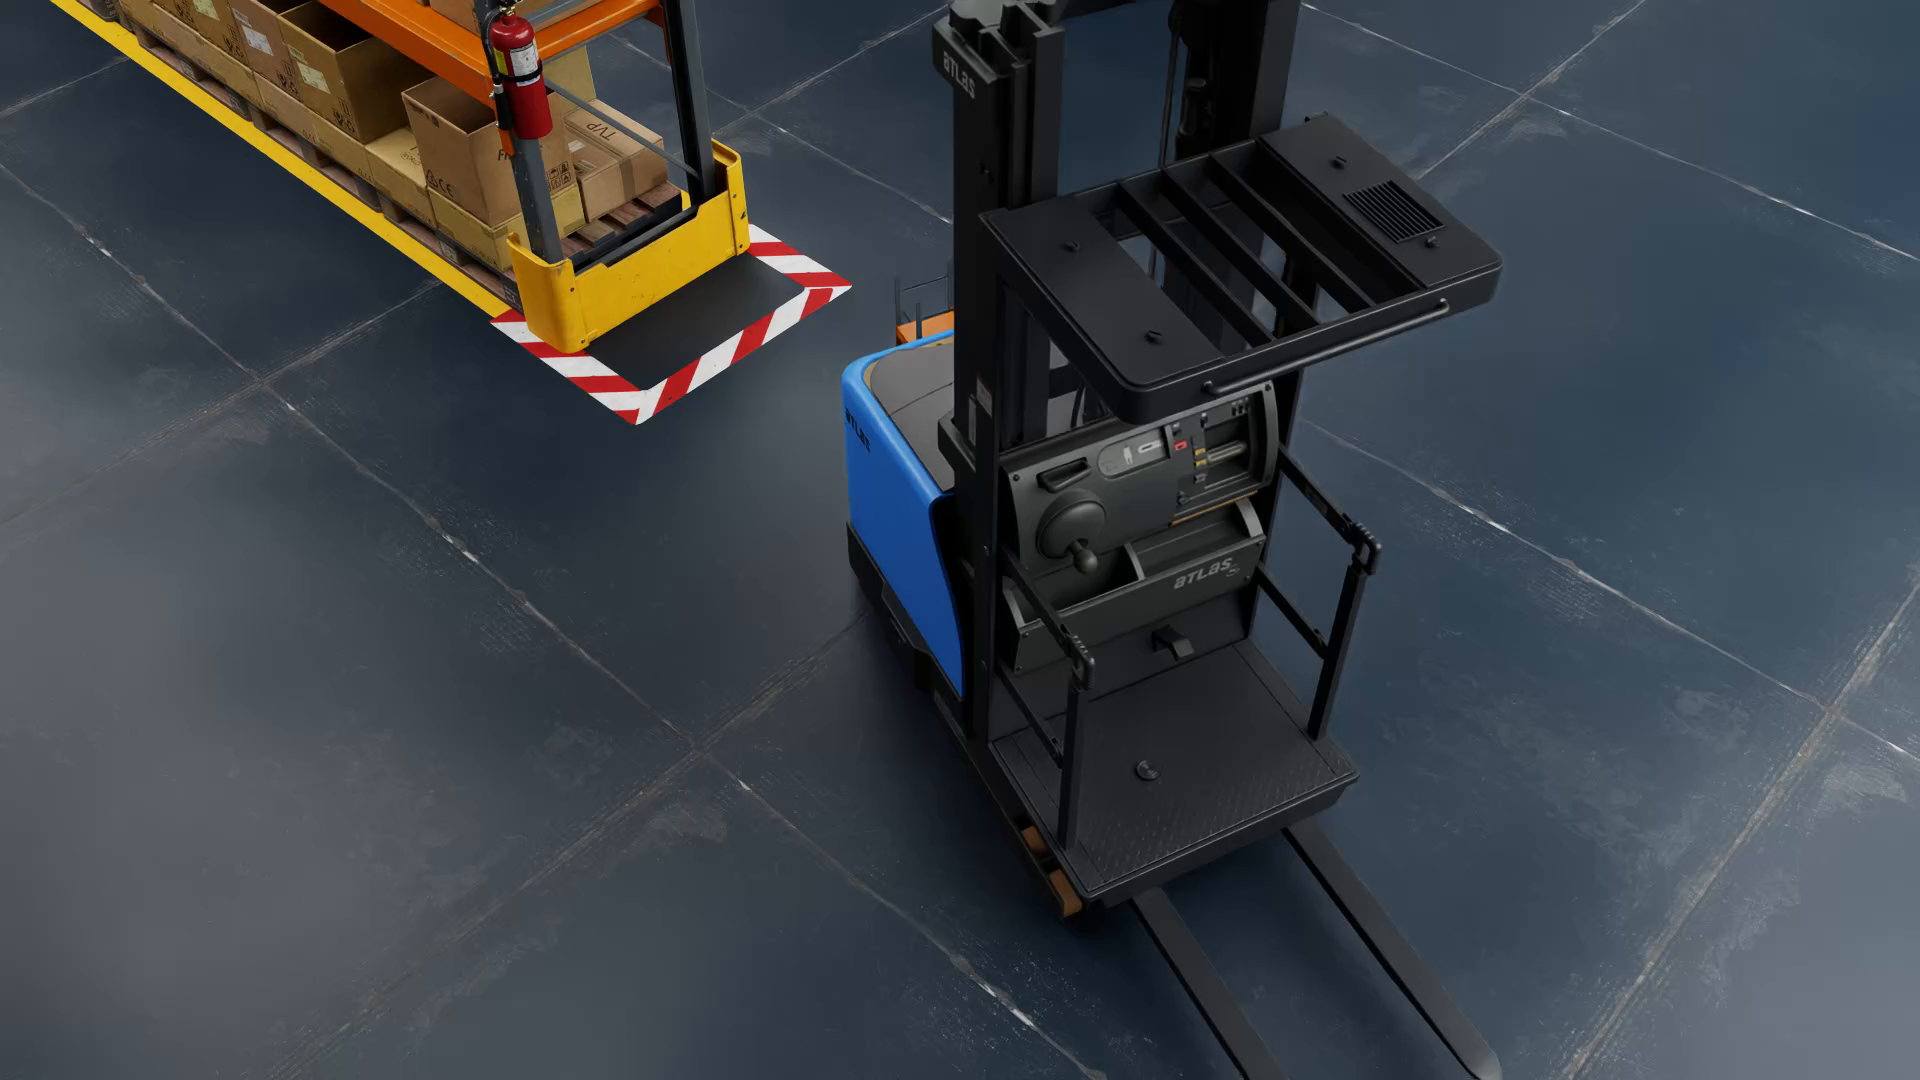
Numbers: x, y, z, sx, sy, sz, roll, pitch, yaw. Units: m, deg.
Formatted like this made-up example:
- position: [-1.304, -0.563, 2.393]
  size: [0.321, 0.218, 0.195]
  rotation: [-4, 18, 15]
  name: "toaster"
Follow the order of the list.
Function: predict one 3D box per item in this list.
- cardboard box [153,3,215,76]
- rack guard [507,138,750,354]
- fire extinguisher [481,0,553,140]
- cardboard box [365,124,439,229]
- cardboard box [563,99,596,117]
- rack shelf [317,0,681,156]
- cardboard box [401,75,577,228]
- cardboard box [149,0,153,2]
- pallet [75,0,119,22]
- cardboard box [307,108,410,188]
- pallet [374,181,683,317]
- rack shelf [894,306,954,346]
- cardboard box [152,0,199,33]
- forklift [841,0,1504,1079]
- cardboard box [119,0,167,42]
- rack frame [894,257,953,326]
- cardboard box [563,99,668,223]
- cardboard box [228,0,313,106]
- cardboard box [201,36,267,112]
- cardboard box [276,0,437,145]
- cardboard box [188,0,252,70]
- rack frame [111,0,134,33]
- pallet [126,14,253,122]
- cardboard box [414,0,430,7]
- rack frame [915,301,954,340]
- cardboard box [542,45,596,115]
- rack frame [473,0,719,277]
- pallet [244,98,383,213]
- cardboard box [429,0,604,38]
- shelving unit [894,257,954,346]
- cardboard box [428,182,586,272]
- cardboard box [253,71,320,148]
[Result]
- position: [-3.991, -2.813, 9.040]
  size: [0.500, 0.250, 0.500]
  rotation: [34, 55, 28]
  name: "cardboard box"
- position: [-1.533, -1.407, 7.837]
  size: [0.348, 0.500, 1.175]
  rotation: [34, 55, 28]
  name: "rack guard"
- position: [-1.779, -1.941, 6.676]
  size: [0.183, 0.674, 0.296]
  rotation: [34, 55, 28]
  name: "fire extinguisher"
- position: [-2.521, -1.825, 8.112]
  size: [0.500, 0.250, 0.500]
  rotation: [34, 55, 28]
  name: "cardboard box"
- position: [-2.164, -2.107, 8.377]
  size: [0.500, 0.250, 0.500]
  rotation: [34, 55, 28]
  name: "cardboard box"
- position: [-3.021, -3.017, 8.127]
  size: [4.000, 0.370, 1.077]
  rotation: [34, 55, 28]
  name: "rack shelf"
- position: [-2.147, -1.840, 7.612]
  size: [0.500, 0.500, 0.500]
  rotation: [34, 55, 28]
  name: "cardboard box"
- position: [-4.362, -3.315, 8.997]
  size: [0.500, 0.500, 0.500]
  rotation: [34, 55, 28]
  name: "cardboard box"
- position: [-5.058, -3.641, 10.133]
  size: [1.213, 0.211, 1.003]
  rotation: [34, 55, 28]
  name: "pallet"
- position: [-2.889, -2.071, 8.344]
  size: [0.500, 0.250, 0.500]
  rotation: [34, 55, 28]
  name: "cardboard box"
- position: [-2.141, -1.676, 8.287]
  size: [1.213, 0.211, 1.003]
  rotation: [34, 55, 28]
  name: "pallet"
- position: [-0.094, -0.761, 6.317]
  size: [0.258, 0.103, 0.180]
  rotation: [-20, 50, -18]
  name: "rack shelf"
- position: [-3.989, -3.072, 8.769]
  size: [0.500, 0.500, 0.500]
  rotation: [34, 55, 28]
  name: "cardboard box"
- position: [0.666, -0.101, 4.943]
  size: [1.130, 2.935, 3.031]
  rotation: [-20, 50, -18]
  name: "forklift"
- position: [-4.355, -3.063, 9.275]
  size: [0.500, 0.250, 0.500]
  rotation: [34, 55, 28]
  name: "cardboard box"
- position: [-0.135, -0.605, 6.603]
  size: [0.240, 1.200, 0.006]
  rotation: [-20, 50, -18]
  name: "rack frame"
- position: [-1.794, -1.861, 8.147]
  size: [0.500, 0.250, 0.500]
  rotation: [34, 55, 28]
  name: "cardboard box"
- position: [-3.258, -2.574, 8.301]
  size: [0.500, 0.500, 0.500]
  rotation: [34, 55, 28]
  name: "cardboard box"
- position: [-3.627, -2.563, 8.806]
  size: [0.500, 0.250, 0.500]
  rotation: [34, 55, 28]
  name: "cardboard box"
- position: [-2.892, -2.326, 8.069]
  size: [0.500, 0.500, 0.500]
  rotation: [34, 55, 28]
  name: "cardboard box"
- position: [-3.627, -2.820, 8.533]
  size: [0.500, 0.500, 0.500]
  rotation: [34, 55, 28]
  name: "cardboard box"
- position: [-4.490, -4.252, 8.794]
  size: [0.127, 3.000, 1.000]
  rotation: [34, 55, 28]
  name: "rack frame"
- position: [-3.934, -2.882, 9.420]
  size: [1.213, 0.211, 1.003]
  rotation: [34, 55, 28]
  name: "pallet"
- position: [-2.274, -2.804, 7.365]
  size: [0.500, 0.500, 0.700]
  rotation: [35, 56, 29]
  name: "cardboard box"
- position: [-0.053, -0.486, 6.492]
  size: [0.240, 1.200, 0.006]
  rotation: [-20, 50, -18]
  name: "rack frame"
- position: [-2.163, -2.364, 8.105]
  size: [0.500, 0.500, 0.500]
  rotation: [34, 55, 28]
  name: "cardboard box"
- position: [-1.551, -2.275, 6.937]
  size: [0.127, 3.000, 1.000]
  rotation: [34, 55, 28]
  name: "rack frame"
- position: [-3.033, -2.279, 8.853]
  size: [1.213, 0.211, 1.003]
  rotation: [34, 55, 28]
  name: "pallet"
- position: [-1.885, -2.546, 7.123]
  size: [0.500, 0.500, 0.700]
  rotation: [34, 55, 28]
  name: "cardboard box"
- position: [-0.094, -0.545, 6.547]
  size: [0.258, 1.200, 0.189]
  rotation: [-20, 50, -18]
  name: "shelving unit"
- position: [-2.145, -1.584, 7.886]
  size: [0.500, 0.250, 0.500]
  rotation: [34, 55, 28]
  name: "cardboard box"
- position: [-3.256, -2.319, 8.577]
  size: [0.500, 0.250, 0.500]
  rotation: [34, 55, 28]
  name: "cardboard box"
